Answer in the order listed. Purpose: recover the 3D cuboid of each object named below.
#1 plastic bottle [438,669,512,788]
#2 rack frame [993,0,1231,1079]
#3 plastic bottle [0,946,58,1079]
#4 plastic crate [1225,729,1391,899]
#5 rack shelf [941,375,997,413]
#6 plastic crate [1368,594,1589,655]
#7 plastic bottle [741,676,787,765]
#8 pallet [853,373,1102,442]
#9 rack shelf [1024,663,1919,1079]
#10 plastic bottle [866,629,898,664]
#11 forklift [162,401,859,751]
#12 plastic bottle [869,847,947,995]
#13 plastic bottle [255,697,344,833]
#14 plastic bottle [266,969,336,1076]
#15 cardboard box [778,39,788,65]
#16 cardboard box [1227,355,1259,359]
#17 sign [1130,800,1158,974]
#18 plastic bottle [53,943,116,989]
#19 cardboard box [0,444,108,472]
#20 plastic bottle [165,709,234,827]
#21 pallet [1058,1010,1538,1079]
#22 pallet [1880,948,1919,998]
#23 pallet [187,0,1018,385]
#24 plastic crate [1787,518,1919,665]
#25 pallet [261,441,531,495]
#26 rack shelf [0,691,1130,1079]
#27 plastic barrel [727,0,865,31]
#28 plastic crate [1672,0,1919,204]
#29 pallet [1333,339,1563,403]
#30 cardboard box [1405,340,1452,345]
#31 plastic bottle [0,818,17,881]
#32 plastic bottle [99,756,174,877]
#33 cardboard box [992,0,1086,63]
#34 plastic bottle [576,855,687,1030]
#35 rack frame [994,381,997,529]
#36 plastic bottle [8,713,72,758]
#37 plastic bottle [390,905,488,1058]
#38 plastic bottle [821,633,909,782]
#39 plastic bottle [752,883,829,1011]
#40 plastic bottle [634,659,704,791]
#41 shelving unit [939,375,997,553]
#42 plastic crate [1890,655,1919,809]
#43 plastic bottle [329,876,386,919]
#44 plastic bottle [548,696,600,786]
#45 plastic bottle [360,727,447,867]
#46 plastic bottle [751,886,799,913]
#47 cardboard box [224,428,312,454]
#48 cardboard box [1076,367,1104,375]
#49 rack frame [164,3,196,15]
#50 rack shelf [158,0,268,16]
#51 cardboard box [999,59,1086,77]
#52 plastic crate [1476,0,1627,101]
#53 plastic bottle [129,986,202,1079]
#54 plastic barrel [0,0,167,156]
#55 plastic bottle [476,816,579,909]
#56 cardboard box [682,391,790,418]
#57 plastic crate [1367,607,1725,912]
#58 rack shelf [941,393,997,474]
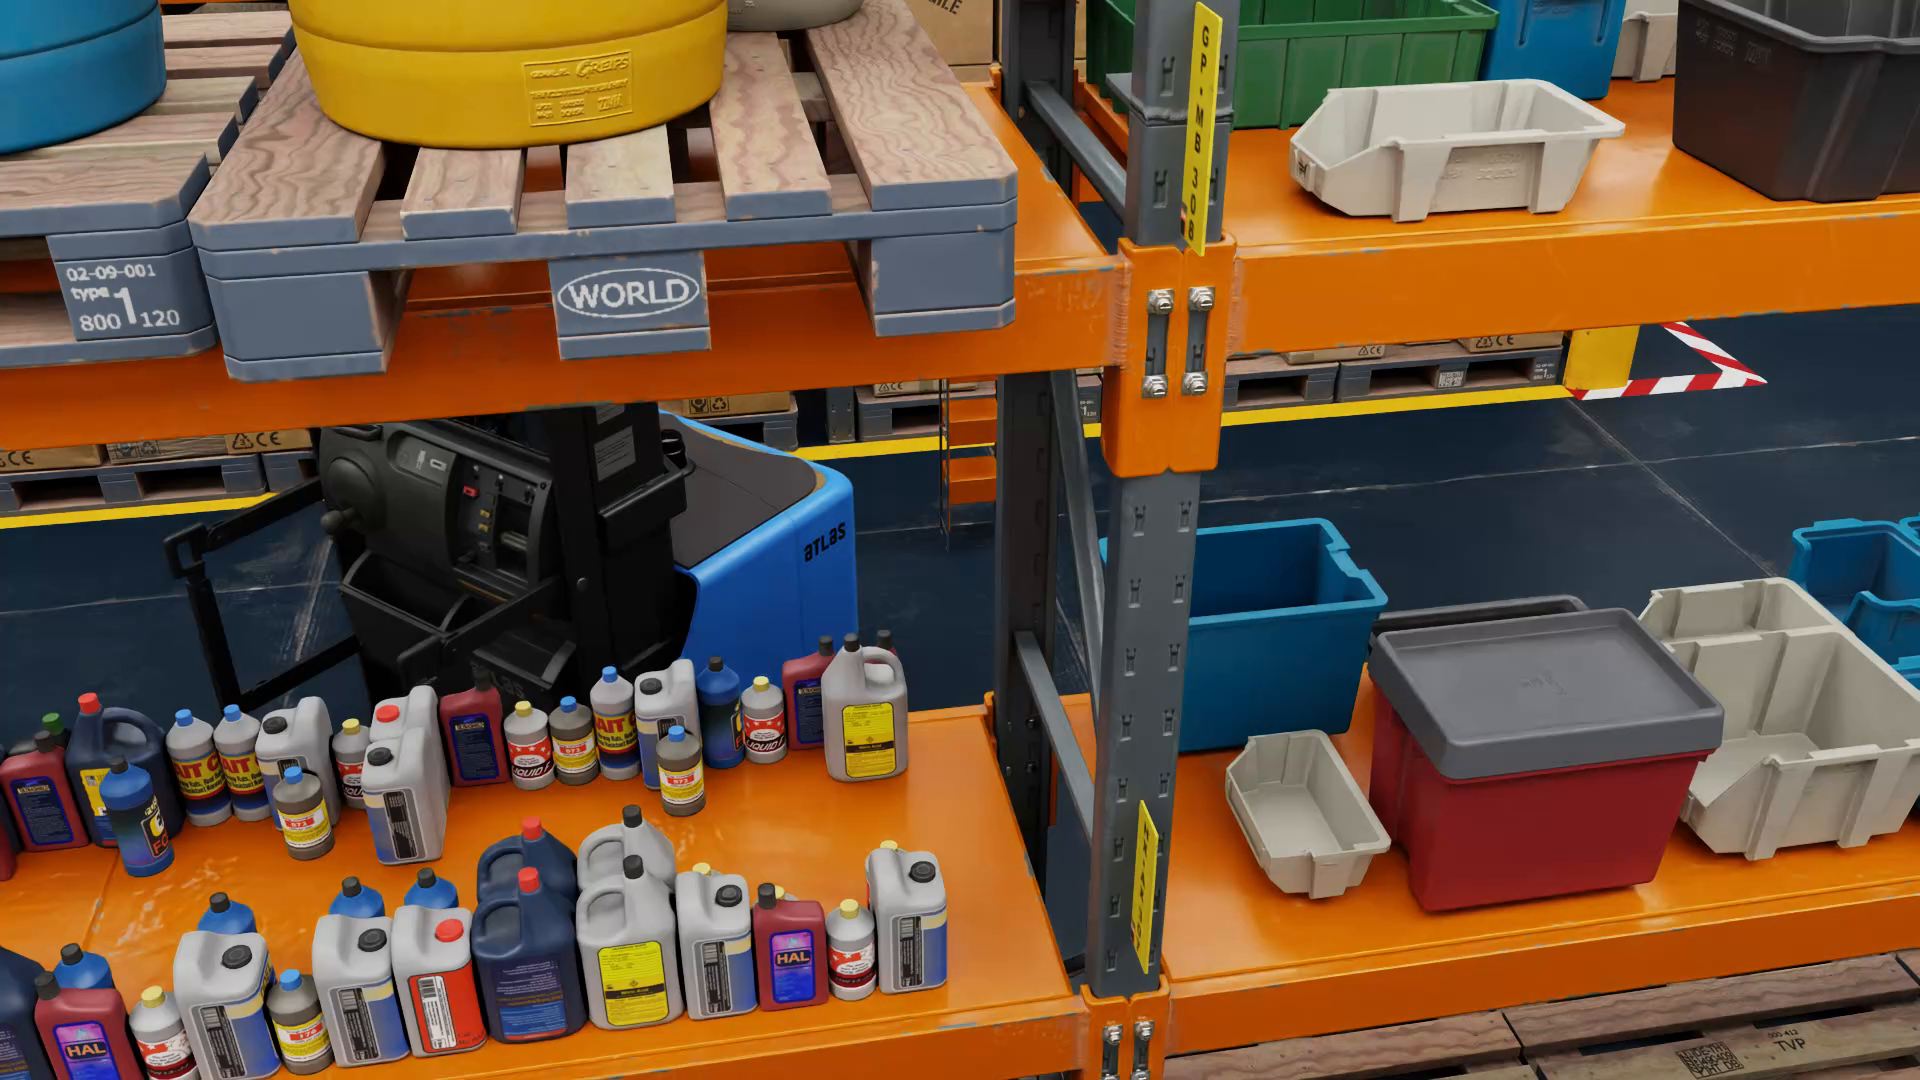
[{"bbox_3d":[-1.081,0.417,3.696,0.133,0.283,0.061,-5,31,-9],"label":"plastic bottle"},{"bbox_3d":[0.230,0.465,3.499,0.127,3.000,1.000,-5,31,-9],"label":"rack frame"},{"bbox_3d":[-1.698,0.834,2.921,0.185,0.351,0.144,-5,31,-9],"label":"plastic bottle"},{"bbox_3d":[0.714,0.582,3.502,0.243,0.136,0.396,-5,31,-9],"label":"plastic crate"},{"bbox_3d":[0.053,-0.693,6.854,0.240,0.259,0.215,-5,31,-9],"label":"rack shelf"},{"bbox_3d":[1.283,0.322,3.955,0.590,0.125,0.437,-5,31,-9],"label":"plastic crate"},{"bbox_3d":[-0.449,0.404,3.800,0.097,0.201,0.097,0,30,0],"label":"plastic bottle"},{"bbox_3d":[0.018,-0.865,8.513,1.213,0.211,1.003,-5,31,-9],"label":"pallet"},{"bbox_3d":[2.198,0.593,3.992,4.000,0.370,1.077,-5,31,-9],"label":"rack shelf"},{"bbox_3d":[-0.207,0.336,3.834,0.133,0.283,0.061,-5,31,-9],"label":"plastic bottle"},{"bbox_3d":[-1.595,-0.082,4.498,1.130,2.935,3.031,20,36,30],"label":"forklift"},{"bbox_3d":[-0.099,0.716,3.195,0.135,0.276,0.152,-5,31,-9],"label":"plastic bottle"},{"bbox_3d":[-1.433,0.477,3.602,0.135,0.276,0.152,-5,31,-9],"label":"plastic bottle"},{"bbox_3d":[-1.196,0.864,3.017,0.097,0.201,0.097,0,30,0],"label":"plastic bottle"},{"bbox_3d":[-1.164,-2.297,7.684,0.500,0.500,0.700,-16,34,-25],"label":"cardboard box"},{"bbox_3d":[1.189,-1.292,8.517,0.637,0.503,0.797,-5,31,-9],"label":"cardboard box"},{"bbox_3d":[0.328,0.620,2.962,0.005,0.325,0.100,-5,31,-9],"label":"sign"},{"bbox_3d":[-1.566,0.837,2.994,0.097,0.271,0.097,0,30,0],"label":"plastic bottle"},{"bbox_3d":[-4.094,-0.651,7.429,0.500,0.500,0.500,-4,31,-7],"label":"cardboard box"},{"bbox_3d":[-1.647,0.485,3.593,0.097,0.271,0.097,0,30,0],"label":"plastic bottle"},{"bbox_3d":[0.947,1.581,4.353,1.213,0.211,1.003,-5,31,-9],"label":"pallet"},{"bbox_3d":[3.347,1.358,4.732,1.213,0.211,1.003,-5,31,-9],"label":"pallet"},{"bbox_3d":[-0.523,-0.626,2.582,1.003,0.211,1.213,-5,31,-9],"label":"pallet"},{"bbox_3d":[2.272,0.152,4.137,0.300,0.233,0.416,-5,31,-9],"label":"plastic crate"},{"bbox_3d":[-2.654,-0.596,8.056,1.213,0.211,1.003,-5,31,-9],"label":"pallet"},{"bbox_3d":[-1.737,0.958,3.371,4.000,0.370,1.077,-5,31,-9],"label":"rack shelf"},{"bbox_3d":[-0.333,-1.144,2.729,0.433,0.535,0.433,0,30,0],"label":"plastic barrel"},{"bbox_3d":[1.502,-0.748,2.732,0.590,0.269,0.497,-5,31,-9],"label":"plastic crate"},{"bbox_3d":[2.418,-1.087,8.891,1.213,0.211,1.003,-5,31,-9],"label":"pallet"},{"bbox_3d":[2.371,-1.174,8.648,0.250,0.166,0.380,-5,31,-9],"label":"cardboard box"},{"bbox_3d":[-2.051,0.582,3.416,0.133,0.283,0.061,-5,31,-9],"label":"plastic bottle"},{"bbox_3d":[-1.717,0.565,3.456,0.097,0.271,0.097,0,30,0],"label":"plastic bottle"},{"bbox_3d":[0.363,-2.429,7.336,0.500,0.500,0.500,-6,31,-10],"label":"cardboard box"},{"bbox_3d":[-0.615,0.734,3.092,0.185,0.351,0.144,-5,31,-9],"label":"plastic bottle"},{"bbox_3d":[0.173,-0.469,7.011,0.008,1.050,0.200,-5,31,-9],"label":"rack frame"},{"bbox_3d":[-1.946,0.498,3.559,0.133,0.283,0.061,-5,31,-9],"label":"plastic bottle"},{"bbox_3d":[-0.955,0.795,3.060,0.135,0.276,0.152,-5,31,-9],"label":"plastic bottle"},{"bbox_3d":[-0.214,0.361,3.726,0.185,0.351,0.144,-5,31,-9],"label":"plastic bottle"},{"bbox_3d":[-0.318,0.757,3.119,0.133,0.283,0.061,-5,31,-9],"label":"plastic bottle"},{"bbox_3d":[-0.654,0.405,3.725,0.135,0.276,0.152,-5,31,-9],"label":"plastic bottle"},{"bbox_3d":[0.053,-0.457,6.992,0.252,1.050,0.215,-5,31,-9],"label":"shelving unit"},{"bbox_3d":[2.191,0.462,3.611,0.300,0.233,0.416,-5,31,-9],"label":"plastic crate"},{"bbox_3d":[-1.128,0.749,3.144,0.097,0.271,0.097,0,30,0],"label":"plastic bottle"},{"bbox_3d":[-0.868,0.443,3.734,0.097,0.201,0.097,0,30,0],"label":"plastic bottle"},{"bbox_3d":[-1.177,0.531,3.509,0.135,0.276,0.152,-5,31,-9],"label":"plastic bottle"},{"bbox_3d":[-0.350,0.754,3.204,0.097,0.201,0.097,0,30,0],"label":"plastic bottle"},{"bbox_3d":[-3.085,-0.745,7.589,0.500,0.500,0.500,-6,31,-10],"label":"cardboard box"},{"bbox_3d":[0.643,-0.987,8.331,0.250,0.166,0.380,-5,31,-9],"label":"cardboard box"},{"bbox_3d":[-5.489,-4.109,11.279,0.127,3.000,1.000,-5,31,-9],"label":"rack frame"},{"bbox_3d":[-3.521,-3.981,11.771,4.000,0.370,1.077,-5,31,-9],"label":"rack shelf"},{"bbox_3d":[0.395,-2.007,7.605,0.500,0.500,0.500,-5,31,-8],"label":"cardboard box"},{"bbox_3d":[1.068,-0.998,3.193,0.300,0.233,0.416,-5,31,-9],"label":"plastic crate"},{"bbox_3d":[-1.424,0.885,2.981,0.097,0.201,0.097,0,30,0],"label":"plastic bottle"},{"bbox_3d":[-1.421,-0.993,2.111,0.708,0.901,0.600,-5,31,-9],"label":"plastic barrel"},{"bbox_3d":[-0.823,0.679,3.185,0.185,0.351,0.144,-5,31,-9],"label":"plastic bottle"},{"bbox_3d":[-1.092,-0.929,7.902,0.500,0.500,0.500,-5,31,-9],"label":"cardboard box"},{"bbox_3d":[1.154,0.455,3.394,0.583,0.464,0.402,-5,31,-9],"label":"plastic crate"},{"bbox_3d":[0.053,-0.448,6.998,0.240,0.259,0.215,-5,31,-9],"label":"rack shelf"}]
